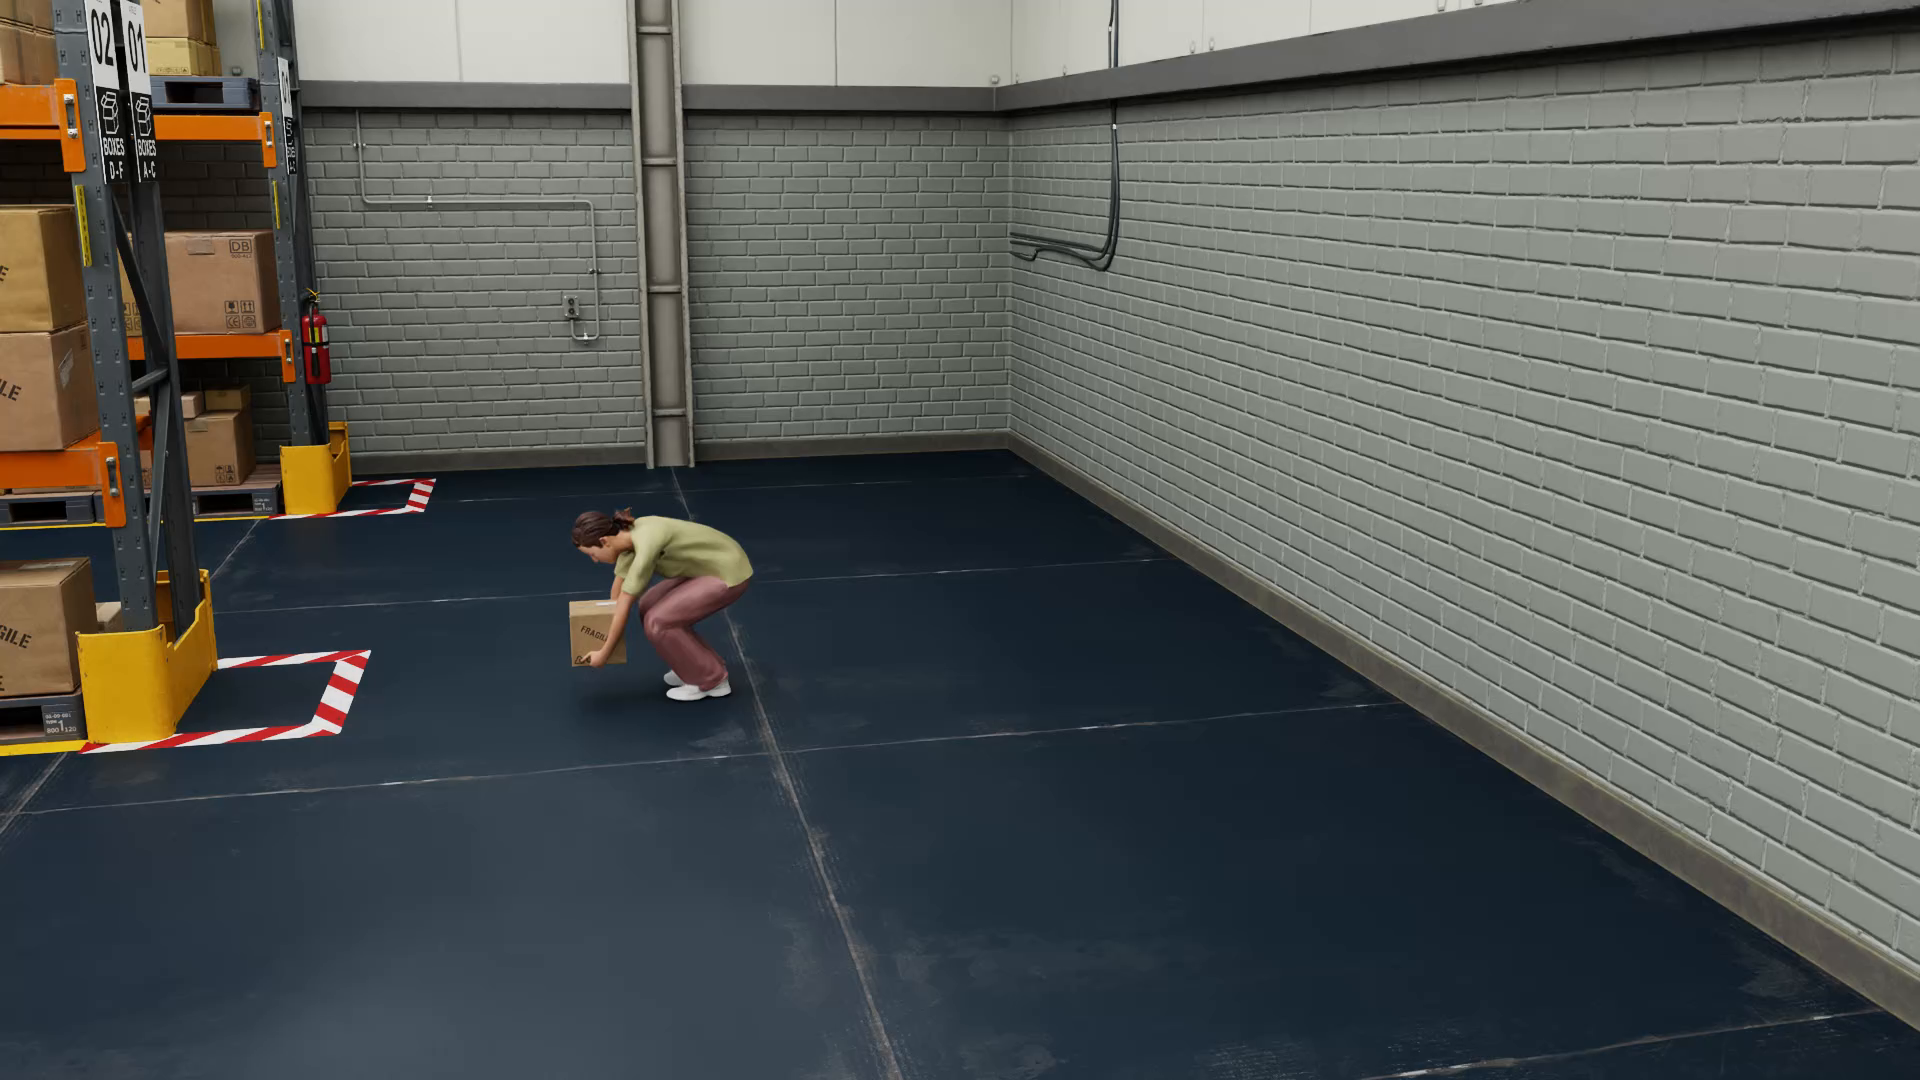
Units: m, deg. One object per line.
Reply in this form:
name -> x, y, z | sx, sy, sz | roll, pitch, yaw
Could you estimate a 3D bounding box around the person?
person -> -1.404, 0.290, 7.912 | 0.838, 0.921, 0.469 | -3, 13, -15
